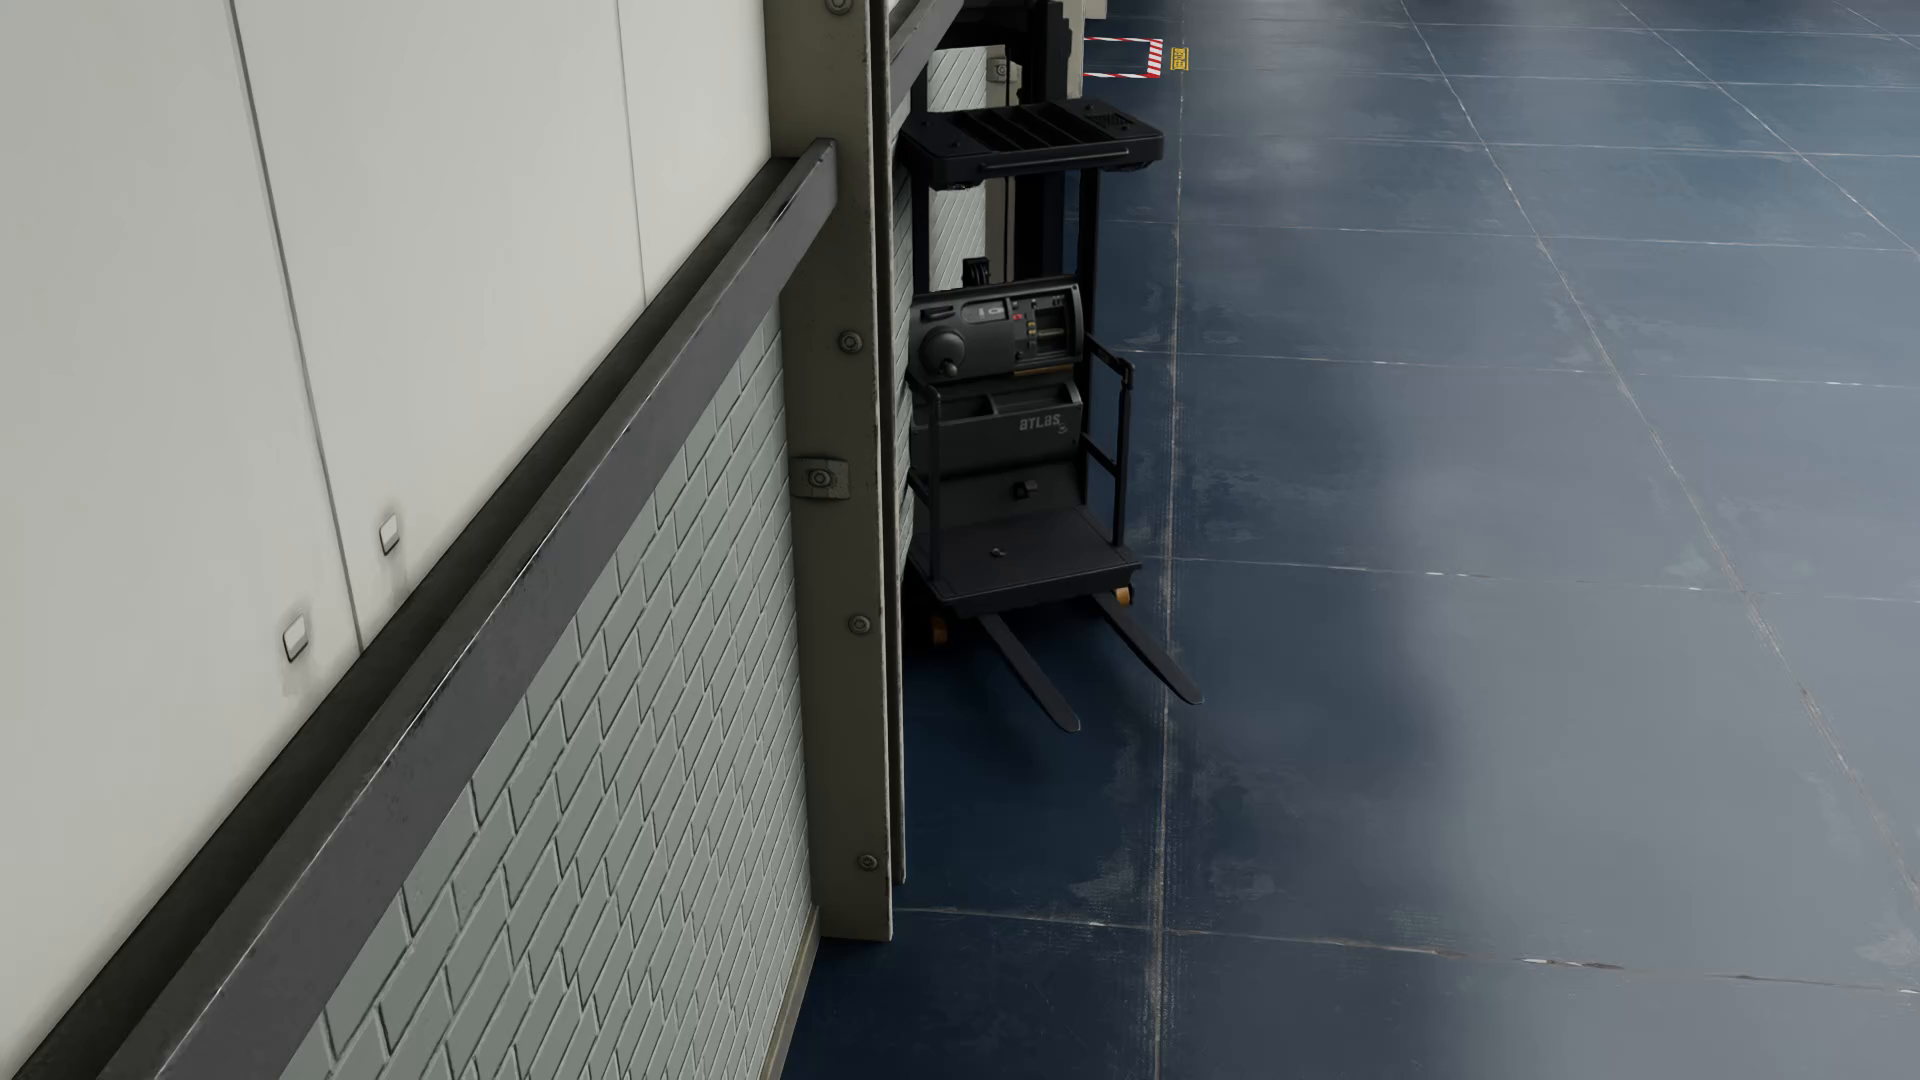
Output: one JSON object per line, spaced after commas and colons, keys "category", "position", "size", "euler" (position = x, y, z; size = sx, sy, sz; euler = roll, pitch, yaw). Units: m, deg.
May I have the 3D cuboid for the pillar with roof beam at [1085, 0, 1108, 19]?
{"category": "pillar with roof beam", "position": [6.082, -10.744, 19.704], "size": [9.100, 9.000, 0.400], "euler": [3, 28, 6]}

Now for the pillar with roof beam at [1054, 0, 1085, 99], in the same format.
{"category": "pillar with roof beam", "position": [5.347, -7.919, 14.462], "size": [9.100, 9.000, 0.400], "euler": [3, 28, 6]}

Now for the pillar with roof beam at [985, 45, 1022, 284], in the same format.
{"category": "pillar with roof beam", "position": [4.612, -5.095, 9.219], "size": [9.100, 9.000, 0.400], "euler": [3, 28, 6]}

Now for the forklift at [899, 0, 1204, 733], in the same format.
{"category": "forklift", "position": [0.245, -0.984, 7.987], "size": [1.130, 2.935, 3.031], "euler": [-10, 30, -18]}

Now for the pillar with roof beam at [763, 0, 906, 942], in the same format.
{"category": "pillar with roof beam", "position": [3.876, -2.271, 3.977], "size": [9.100, 9.000, 0.400], "euler": [3, 28, 6]}
